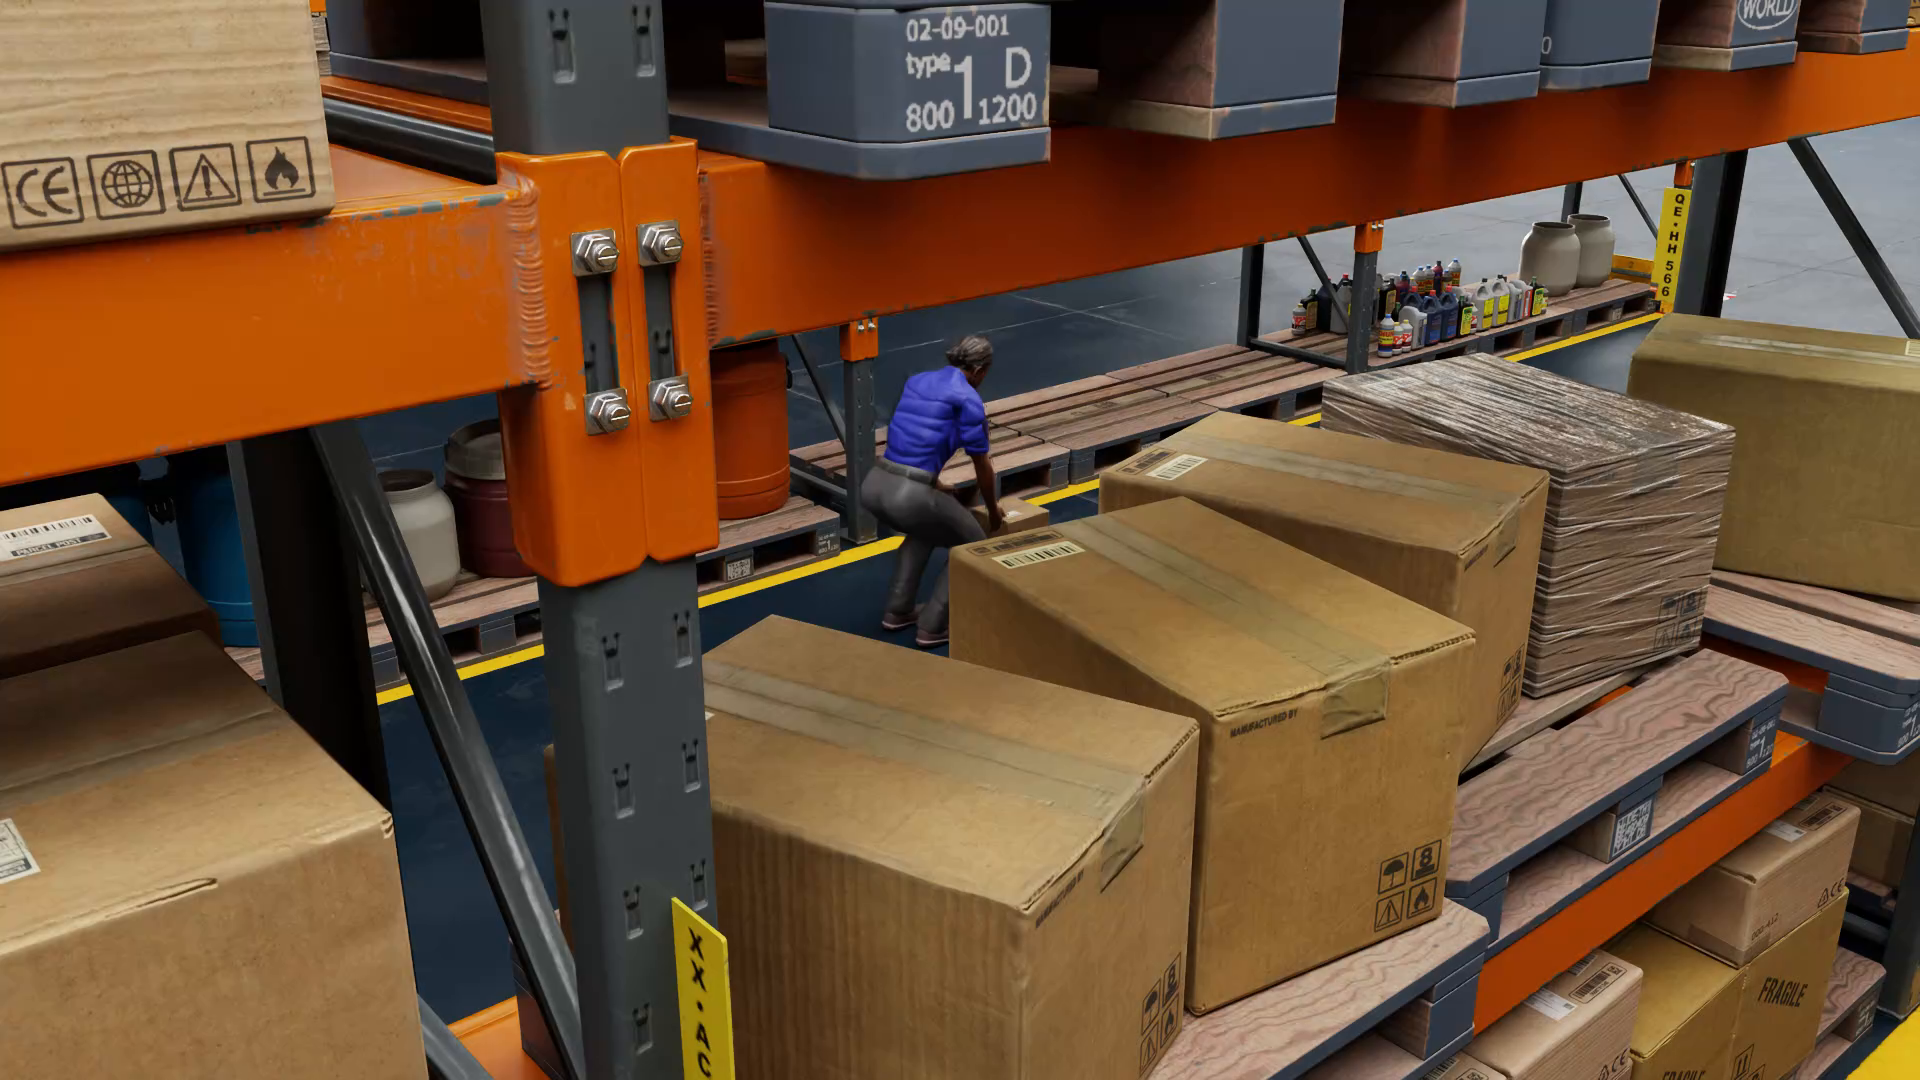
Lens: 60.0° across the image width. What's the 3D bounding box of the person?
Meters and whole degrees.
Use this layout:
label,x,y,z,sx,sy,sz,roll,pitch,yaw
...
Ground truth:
label,x,y,z,sx,sy,sz,roll,pitch,yaw
person,-0.126,-0.215,7.187,0.682,1.277,0.499,-17,27,-37
